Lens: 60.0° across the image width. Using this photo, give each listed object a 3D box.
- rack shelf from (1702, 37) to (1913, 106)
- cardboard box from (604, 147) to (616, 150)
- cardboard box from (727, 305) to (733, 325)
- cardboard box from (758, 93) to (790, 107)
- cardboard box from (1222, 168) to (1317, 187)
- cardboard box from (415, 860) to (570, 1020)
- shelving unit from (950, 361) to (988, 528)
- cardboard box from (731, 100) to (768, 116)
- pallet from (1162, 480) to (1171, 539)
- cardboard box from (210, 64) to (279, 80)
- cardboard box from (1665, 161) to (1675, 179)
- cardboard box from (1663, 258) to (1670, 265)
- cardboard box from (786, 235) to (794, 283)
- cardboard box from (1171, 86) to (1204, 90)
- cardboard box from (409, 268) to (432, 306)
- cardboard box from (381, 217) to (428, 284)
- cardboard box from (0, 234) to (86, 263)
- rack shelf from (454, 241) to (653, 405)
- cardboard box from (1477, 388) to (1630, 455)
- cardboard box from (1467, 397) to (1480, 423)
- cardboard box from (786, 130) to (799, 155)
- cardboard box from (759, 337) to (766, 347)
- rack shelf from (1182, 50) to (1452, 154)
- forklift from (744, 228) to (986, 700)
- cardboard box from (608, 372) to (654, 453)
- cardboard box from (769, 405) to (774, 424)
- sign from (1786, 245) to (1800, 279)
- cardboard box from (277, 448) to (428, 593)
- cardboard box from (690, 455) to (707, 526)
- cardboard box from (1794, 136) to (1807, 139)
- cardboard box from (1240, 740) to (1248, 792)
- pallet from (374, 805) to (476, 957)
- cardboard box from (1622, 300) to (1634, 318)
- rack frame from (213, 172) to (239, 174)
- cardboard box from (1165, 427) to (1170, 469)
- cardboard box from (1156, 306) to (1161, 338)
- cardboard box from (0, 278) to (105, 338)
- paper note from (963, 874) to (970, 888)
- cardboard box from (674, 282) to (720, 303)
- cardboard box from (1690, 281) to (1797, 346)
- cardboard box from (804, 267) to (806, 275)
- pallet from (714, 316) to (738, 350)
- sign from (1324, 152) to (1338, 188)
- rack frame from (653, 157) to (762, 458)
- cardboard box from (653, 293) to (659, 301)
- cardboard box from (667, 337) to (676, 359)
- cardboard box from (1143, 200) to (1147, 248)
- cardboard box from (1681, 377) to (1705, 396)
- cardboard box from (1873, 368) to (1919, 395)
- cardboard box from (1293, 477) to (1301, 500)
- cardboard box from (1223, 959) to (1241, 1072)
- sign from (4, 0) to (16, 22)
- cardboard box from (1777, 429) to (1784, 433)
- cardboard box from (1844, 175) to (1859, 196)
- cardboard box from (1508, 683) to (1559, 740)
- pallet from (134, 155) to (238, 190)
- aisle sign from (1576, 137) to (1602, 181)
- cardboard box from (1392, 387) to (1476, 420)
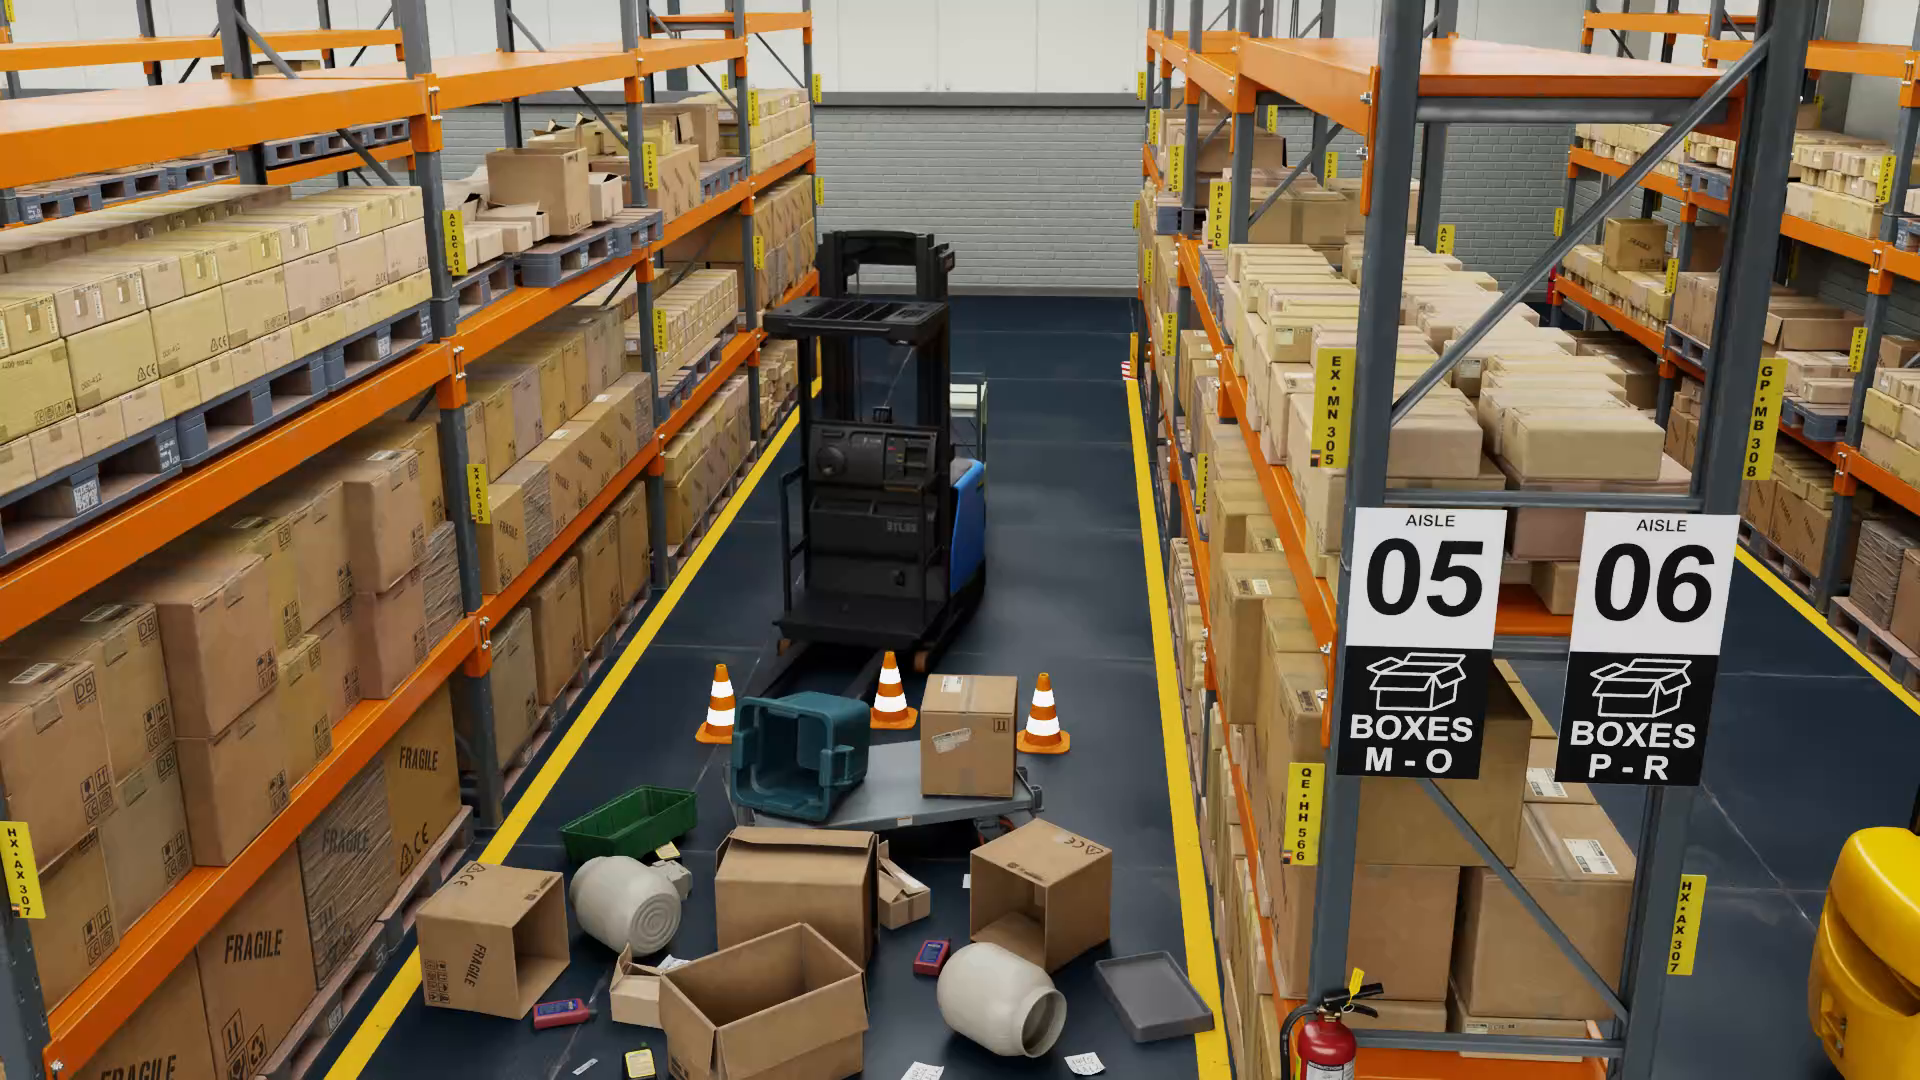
[{"bbox_3d":[7.214,-3.801,13.369,1.077,0.370,4.000,1,18,4],"label":"rack shelf"},{"bbox_3d":[-2.974,-3.016,13.833,0.500,0.500,0.500,1,18,4],"label":"cardboard box"},{"bbox_3d":[-2.387,-2.164,15.938,0.380,0.149,0.250,1,18,4],"label":"cardboard box"},{"bbox_3d":[-2.104,-4.890,18.509,0.380,0.149,0.250,1,18,3],"label":"cardboard box"},{"bbox_3d":[1.799,-2.020,9.716,0.500,0.250,0.500,2,18,5],"label":"cardboard box"},{"bbox_3d":[-2.199,1.884,7.865,0.500,0.500,0.500,4,19,13],"label":"cardboard box"},{"bbox_3d":[0.000,-0.711,14.183,0.431,1.500,0.755,1,18,4],"label":"shelving unit"},{"bbox_3d":[-2.199,-4.482,17.263,0.380,0.149,0.250,1,18,2],"label":"cardboard box"},{"bbox_3d":[2.342,-0.266,14.897,1.003,0.211,1.213,1,18,4],"label":"pallet"},{"bbox_3d":[-7.404,-4.802,17.245,0.500,0.250,0.500,0,18,0],"label":"cardboard box"},{"bbox_3d":[7.110,-3.603,16.189,0.380,0.149,0.250,1,18,4],"label":"cardboard box"},{"bbox_3d":[7.798,-2.953,18.381,0.500,0.250,0.500,2,18,6],"label":"cardboard box"},{"bbox_3d":[-2.142,-3.106,18.445,0.500,0.500,0.500,2,18,7],"label":"cardboard box"},{"bbox_3d":[2.399,-4.552,17.686,0.500,0.500,0.500,2,18,5],"label":"cardboard box"},{"bbox_3d":[-2.819,-1.240,8.142,0.380,0.149,0.250,1,18,4],"label":"cardboard box"},{"bbox_3d":[-2.891,-1.391,7.963,0.500,0.250,0.500,1,18,3],"label":"cardboard box"},{"bbox_3d":[-3.603,-1.083,6.381,0.380,0.149,0.250,1,18,4],"label":"cardboard box"},{"bbox_3d":[-2.968,-1.512,10.558,1.077,0.370,4.000,1,18,4],"label":"rack shelf"},{"bbox_3d":[1.778,-0.355,4.996,0.380,0.149,0.250,1,18,4],"label":"cardboard box"},{"bbox_3d":[1.894,-0.288,5.430,0.500,0.250,0.500,1,18,3],"label":"cardboard box"},{"bbox_3d":[-2.098,-4.429,18.546,0.500,0.250,0.500,2,18,6],"label":"cardboard box"},{"bbox_3d":[-2.527,-2.418,19.935,0.380,0.149,0.250,2,18,5],"label":"cardboard box"},{"bbox_3d":[1.976,-2.668,9.912,1.077,0.370,4.000,1,18,4],"label":"rack shelf"},{"bbox_3d":[-0.669,-0.592,11.523,1.130,2.935,3.031,5,19,14],"label":"forklift"},{"bbox_3d":[-2.589,-0.951,12.348,0.500,0.500,0.500,1,18,4],"label":"cardboard box"},{"bbox_3d":[-2.172,-1.325,17.554,0.380,0.149,0.250,2,18,6],"label":"cardboard box"},{"bbox_3d":[7.912,-2.642,15.810,0.100,0.325,0.005,1,18,4],"label":"sign"},{"bbox_3d":[-3.096,-0.105,7.950,0.875,0.550,0.550,1,18,4],"label":"cardboard box"},{"bbox_3d":[-2.487,-0.432,14.263,0.500,0.500,0.500,1,18,5],"label":"cardboard box"},{"bbox_3d":[6.875,-3.313,13.990,0.380,0.149,0.250,1,18,4],"label":"cardboard box"},{"bbox_3d":[1.399,0.958,7.086,0.380,0.149,0.250,1,18,4],"label":"cardboard box"},{"bbox_3d":[-3.244,1.752,8.736,1.003,0.211,1.213,1,18,4],"label":"pallet"},{"bbox_3d":[7.156,-2.412,17.370,0.380,0.149,0.250,1,18,3],"label":"cardboard box"},{"bbox_3d":[-7.478,-2.434,17.034,1.000,3.000,0.127,1,18,4],"label":"rack frame"},{"bbox_3d":[2.442,-1.208,16.031,0.875,0.875,0.875,2,18,6],"label":"cardboard box"},{"bbox_3d":[2.022,-1.930,14.934,0.500,0.250,0.500,2,18,5],"label":"cardboard box"},{"bbox_3d":[-3.020,-0.751,5.368,0.380,0.149,0.250,1,18,3],"label":"cardboard box"},{"bbox_3d":[0.093,1.809,8.852,0.148,0.019,0.142,1,18,4],"label":"paper note"},{"bbox_3d":[-2.429,-2.281,15.339,0.380,0.149,0.250,1,18,4],"label":"cardboard box"},{"bbox_3d":[7.063,-2.044,15.009,0.700,0.500,0.500,1,18,5],"label":"cardboard box"},{"bbox_3d":[-2.048,-3.231,19.869,0.380,0.149,0.250,1,18,4],"label":"cardboard box"},{"bbox_3d":[-2.738,-1.967,15.916,1.003,0.211,1.213,1,18,4],"label":"pallet"},{"bbox_3d":[2.661,-2.629,11.981,0.100,0.325,0.005,1,18,4],"label":"sign"},{"bbox_3d":[-2.538,-2.292,16.600,1.000,3.000,0.127,1,18,4],"label":"rack frame"},{"bbox_3d":[-3.060,-2.241,15.695,0.380,0.149,0.250,2,18,5],"label":"cardboard box"},{"bbox_3d":[-2.557,-1.584,13.691,0.380,0.149,0.250,1,18,2],"label":"cardboard box"},{"bbox_3d":[2.316,-3.514,18.565,0.500,0.500,0.500,1,18,3],"label":"cardboard box"},{"bbox_3d":[7.127,-1.458,15.875,0.380,0.149,0.250,1,18,3],"label":"cardboard box"},{"bbox_3d":[6.754,-1.124,11.834,0.380,0.149,0.250,2,18,6],"label":"cardboard box"},{"bbox_3d":[1.386,-0.224,5.877,0.380,0.149,0.250,1,18,3],"label":"cardboard box"},{"bbox_3d":[1.413,2.041,7.119,0.500,0.250,0.500,1,18,2],"label":"cardboard box"},{"bbox_3d":[-11.581,-6.477,20.257,0.100,0.325,0.005,1,18,4],"label":"sign"},{"bbox_3d":[7.036,-0.911,14.683,0.380,0.149,0.250,2,18,6],"label":"cardboard box"},{"bbox_3d":[6.939,-2.681,12.571,0.380,0.149,0.250,2,18,5],"label":"cardboard box"},{"bbox_3d":[1.926,0.865,6.327,0.500,0.500,0.500,1,18,3],"label":"cardboard box"},{"bbox_3d":[-7.494,-3.483,15.725,0.805,0.209,1.217,1,18,2],"label":"pallet"},{"bbox_3d":[7.357,-4.609,19.496,0.394,0.787,0.004,1,18,4],"label":"aisle sign"},{"bbox_3d":[1.333,-0.362,5.015,0.380,0.149,0.250,2,18,5],"label":"cardboard box"}]
